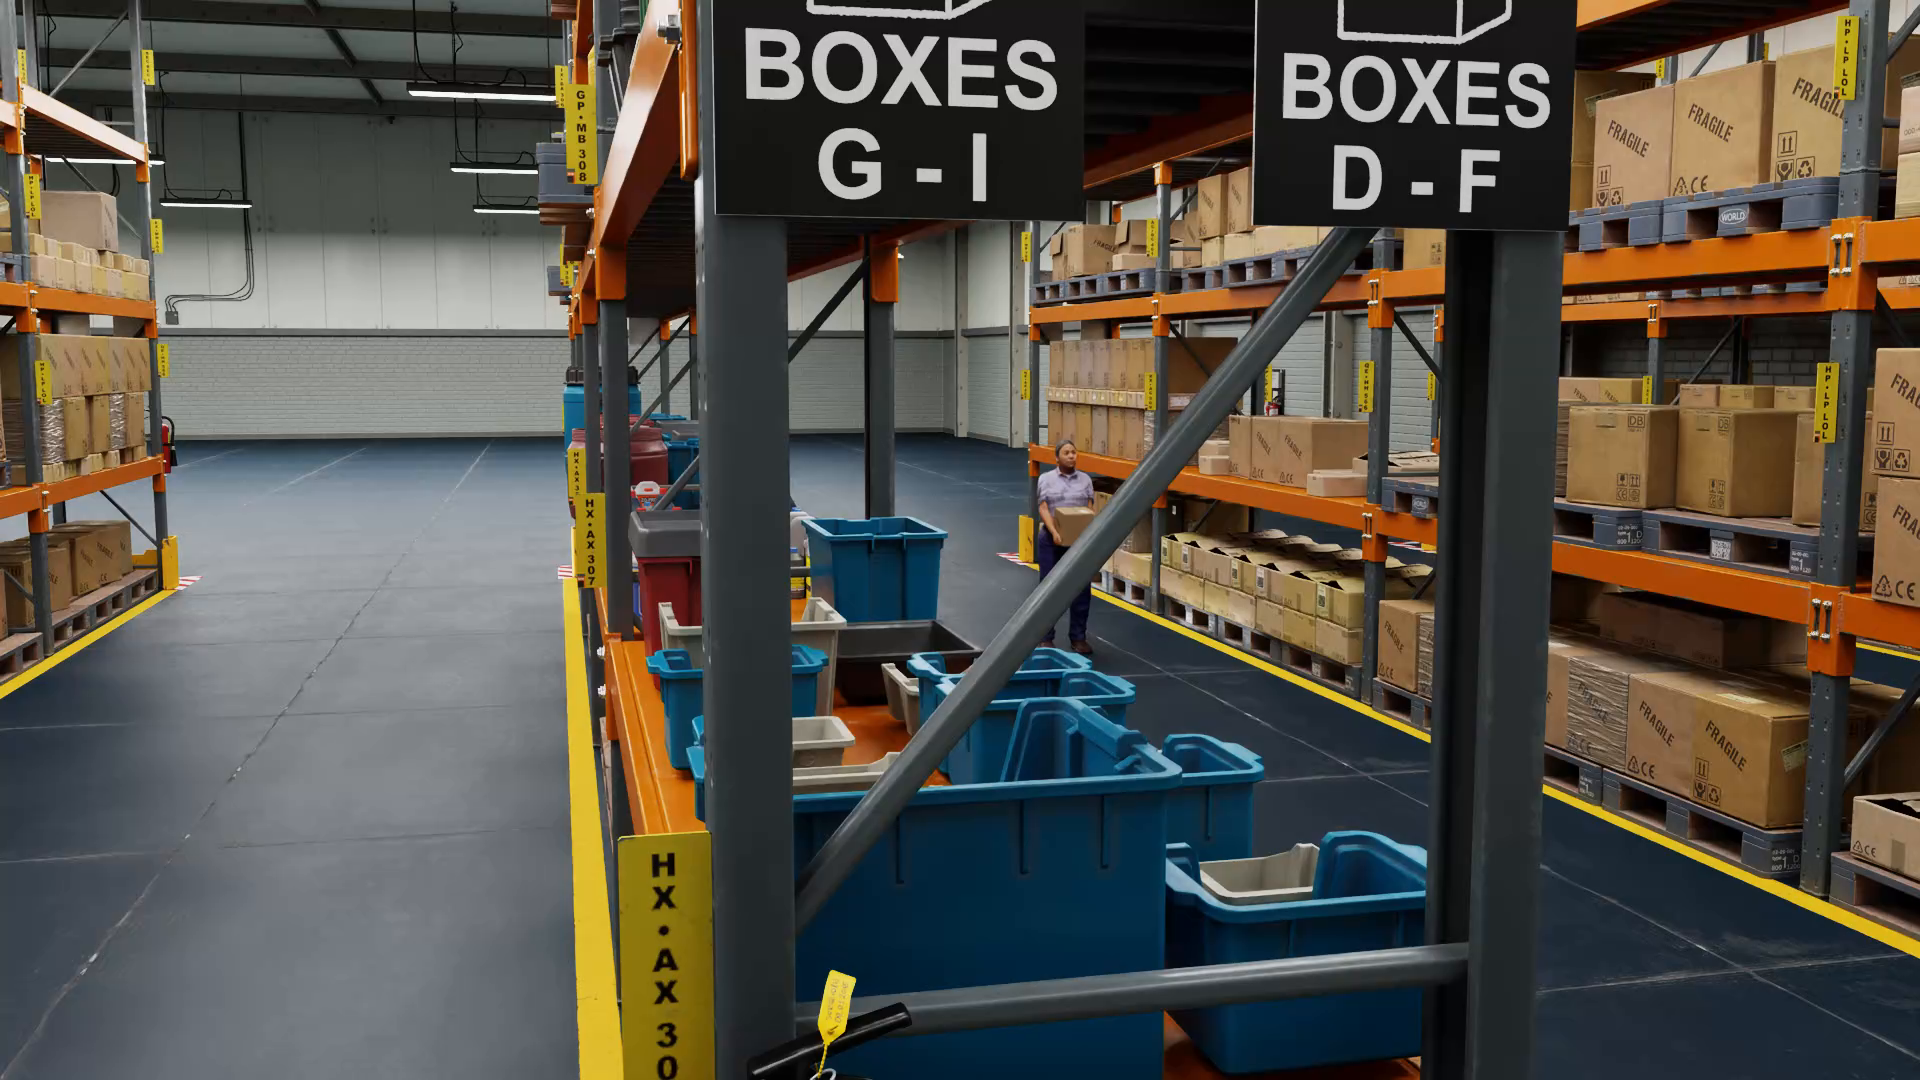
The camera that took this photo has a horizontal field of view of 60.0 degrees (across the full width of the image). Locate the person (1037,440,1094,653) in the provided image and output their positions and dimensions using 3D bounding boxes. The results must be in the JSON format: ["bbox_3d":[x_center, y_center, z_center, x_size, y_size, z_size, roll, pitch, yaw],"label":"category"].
[{"bbox_3d":[0.836,0.053,12.818,0.452,1.634,0.518,-1,6,-13],"label":"person"}]
